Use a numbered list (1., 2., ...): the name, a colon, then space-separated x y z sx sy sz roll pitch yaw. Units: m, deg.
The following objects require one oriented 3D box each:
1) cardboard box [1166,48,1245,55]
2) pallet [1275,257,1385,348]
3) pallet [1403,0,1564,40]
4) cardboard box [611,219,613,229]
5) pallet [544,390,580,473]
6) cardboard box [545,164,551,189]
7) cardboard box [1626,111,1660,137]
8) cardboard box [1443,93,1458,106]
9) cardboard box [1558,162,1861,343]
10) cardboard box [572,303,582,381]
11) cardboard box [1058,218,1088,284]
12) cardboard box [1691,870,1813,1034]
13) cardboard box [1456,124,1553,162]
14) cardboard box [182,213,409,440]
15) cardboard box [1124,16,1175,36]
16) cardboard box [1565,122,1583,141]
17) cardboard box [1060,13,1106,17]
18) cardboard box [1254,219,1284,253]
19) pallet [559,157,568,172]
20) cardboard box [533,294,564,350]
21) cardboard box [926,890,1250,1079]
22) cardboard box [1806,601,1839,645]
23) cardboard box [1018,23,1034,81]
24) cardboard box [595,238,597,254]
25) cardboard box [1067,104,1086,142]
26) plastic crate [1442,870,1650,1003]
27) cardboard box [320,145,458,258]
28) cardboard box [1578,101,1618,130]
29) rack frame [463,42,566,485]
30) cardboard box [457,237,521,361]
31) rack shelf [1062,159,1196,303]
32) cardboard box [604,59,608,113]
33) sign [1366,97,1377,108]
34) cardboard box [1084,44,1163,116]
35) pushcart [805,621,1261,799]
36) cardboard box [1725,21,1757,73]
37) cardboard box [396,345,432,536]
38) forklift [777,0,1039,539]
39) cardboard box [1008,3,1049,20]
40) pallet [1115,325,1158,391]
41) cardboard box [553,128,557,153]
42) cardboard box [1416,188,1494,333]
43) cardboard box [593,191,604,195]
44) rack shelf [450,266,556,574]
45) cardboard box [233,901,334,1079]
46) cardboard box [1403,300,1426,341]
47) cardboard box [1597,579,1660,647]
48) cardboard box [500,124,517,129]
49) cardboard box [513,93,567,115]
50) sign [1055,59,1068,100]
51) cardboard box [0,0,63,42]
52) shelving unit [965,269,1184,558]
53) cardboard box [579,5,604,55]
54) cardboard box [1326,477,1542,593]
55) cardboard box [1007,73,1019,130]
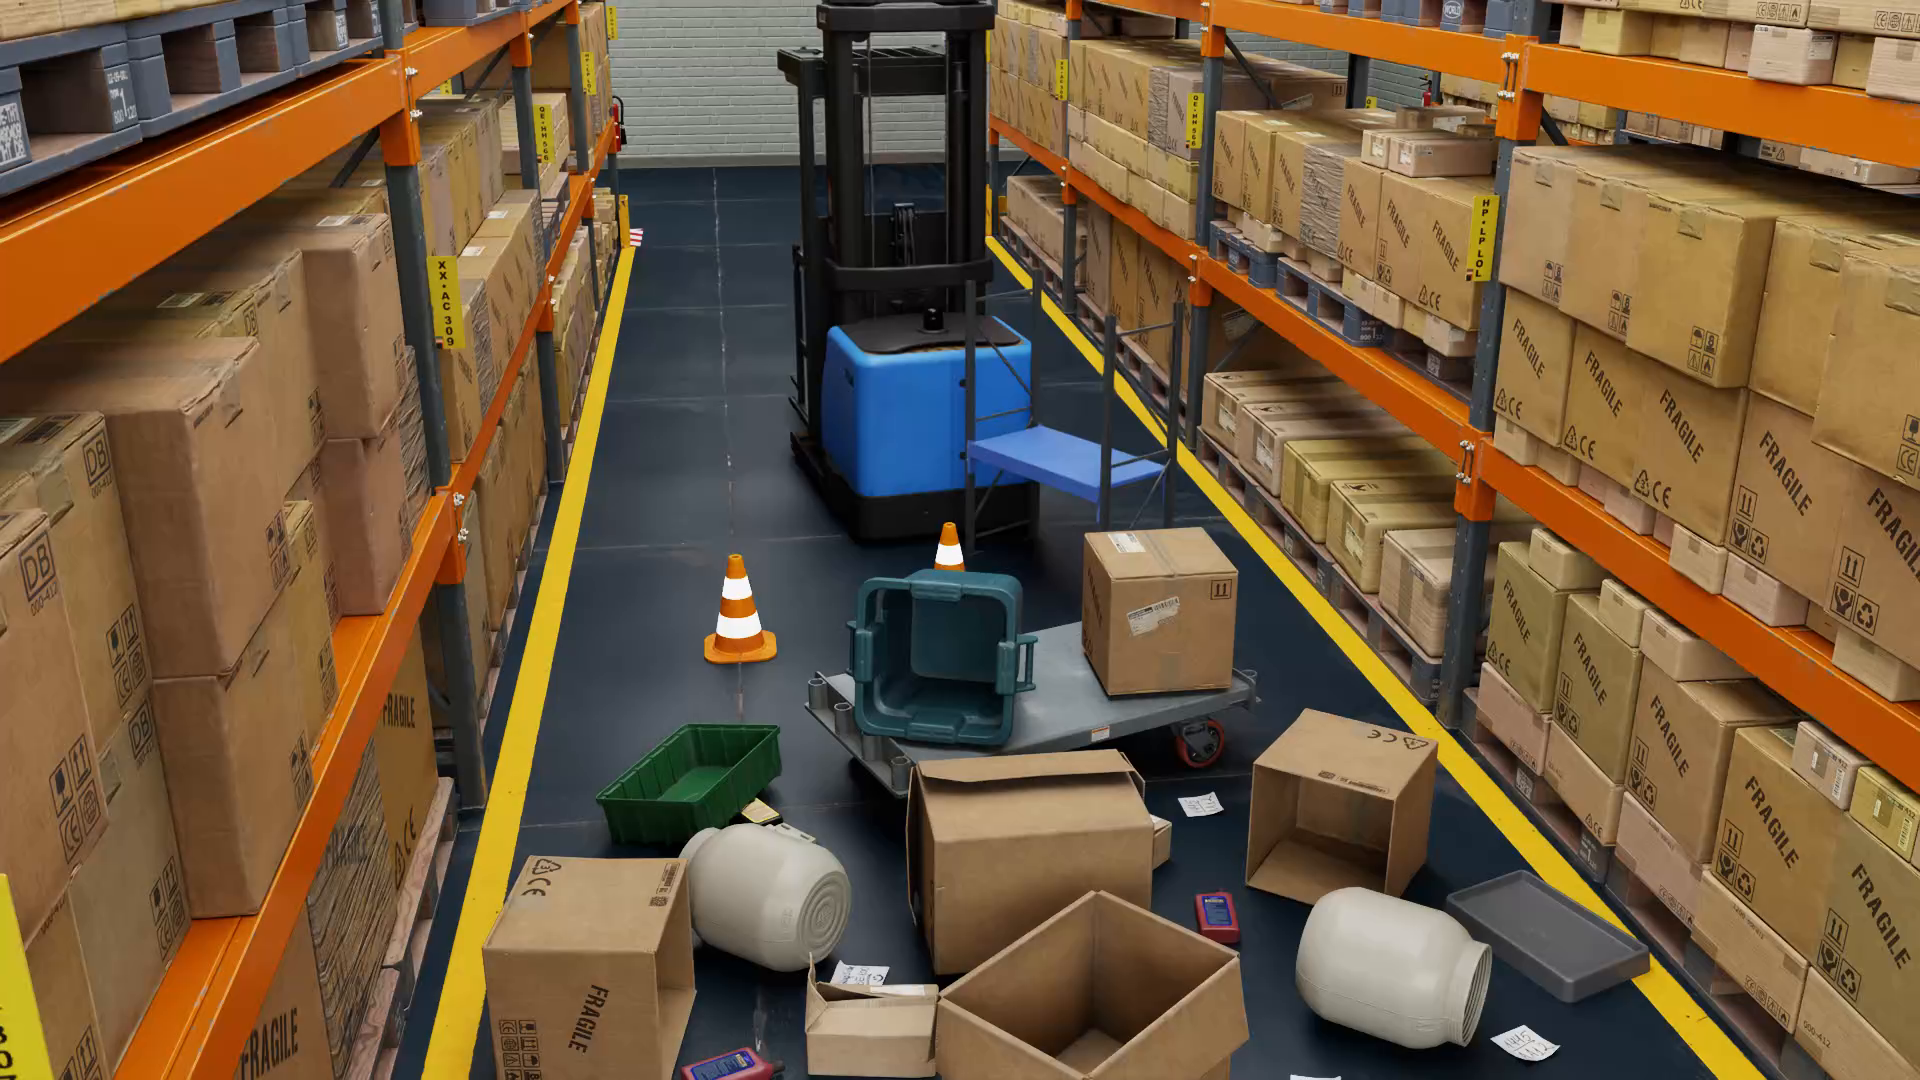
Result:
1. cardboard box: 1.842 -3.427 12.532 0.500 0.500 0.500 -2 21 -6
2. pallet: 2.296 -1.251 8.552 1.003 0.211 1.213 -3 21 -8
3. pallet: 2.563 -2.175 6.735 1.213 0.211 1.003 -3 21 -8
4. cardboard box: -3.632 -3.162 16.443 0.380 0.149 0.250 -4 21 -10
5. pallet: -3.025 -0.704 10.798 1.003 0.211 1.213 -3 21 -8
6. cardboard box: -2.972 -2.442 11.227 0.380 0.149 0.250 -3 21 -7
7. cardboard box: 6.153 -3.725 14.160 0.700 0.500 0.500 -2 21 -6
8. cardboard box: 5.504 -4.800 18.140 0.380 0.149 0.250 -3 21 -8
9. cardboard box: 2.447 -0.952 5.482 0.700 0.500 0.500 -3 21 -7
10. cardboard box: -2.918 -1.374 11.581 0.500 0.500 0.500 -3 21 -9
11. cardboard box: 1.409 -2.628 15.027 0.875 0.438 0.875 -3 21 -9
12. cardboard box: 2.592 1.210 5.018 0.500 0.250 0.500 -4 21 -10
13. cardboard box: 2.570 -1.877 7.860 0.380 0.149 0.250 -2 21 -5
14. cardboard box: -2.124 -0.616 4.822 0.875 0.550 0.550 -3 21 -8
15. cardboard box: 1.604 -4.350 14.078 0.380 0.149 0.250 -3 21 -9
16. cardboard box: 5.888 -3.818 15.511 0.380 0.149 0.250 -2 21 -6
17. cardboard box: 1.077 -4.502 14.484 0.380 0.149 0.250 -3 21 -8
18. cardboard box: 1.853 -1.688 9.208 0.380 0.149 0.250 -3 21 -7
19. pallet: -3.524 -2.762 12.599 1.003 0.211 1.213 -3 21 -8
20. cardboard box: -2.774 -1.367 10.491 0.500 0.250 0.500 -4 21 -10
21. cardboard box: 0.365 1.435 4.655 0.637 0.503 0.797 17 27 39
22. cardboard box: 2.656 0.215 4.713 0.380 0.149 0.250 -3 21 -8
23. cardboard box: 0.840 -4.599 15.672 0.500 0.500 0.500 -3 21 -8
24. cardboard box: -3.316 -2.492 14.226 0.380 0.149 0.250 -2 21 -5
25. cardboard box: 1.178 -3.406 13.549 0.500 0.250 0.500 -4 21 -9
26. plastic crate: 1.961 1.314 5.585 0.402 0.080 0.583 -11 23 -26
27. cardboard box: -2.563 -1.394 7.090 0.700 0.500 0.500 -3 21 -7
28. cardboard box: 5.990 -3.894 15.143 0.500 0.250 0.500 -2 21 -6
29. rack frame: -2.914 -1.739 9.586 1.000 3.000 0.127 -3 21 -8
30. cardboard box: -2.363 -1.121 7.787 0.500 0.500 0.500 -3 21 -7
31. rack shelf: 1.681 -2.379 12.328 1.077 0.370 4.000 -3 21 -8
32. cardboard box: -3.679 -4.374 16.072 0.500 0.500 0.500 -3 21 -9
33. sign: 2.505 -2.560 10.241 0.100 0.325 0.005 -3 21 -8
34. cardboard box: 1.273 -3.583 12.949 0.500 0.500 0.500 -3 21 -8
35. pushcart: 0.297 0.722 6.745 1.648 0.377 0.936 -11 23 -26
36. cardboard box: 2.500 -1.451 4.885 0.380 0.149 0.250 -4 21 -9
37. cardboard box: -2.272 -0.298 5.511 0.875 0.550 0.550 -3 21 -8
38. forklift: -0.452 -1.862 10.011 1.130 2.935 3.031 -6 21 -15
39. cardboard box: 0.682 -5.203 16.360 0.380 0.149 0.250 -4 21 -10
40. pallet: 1.758 -1.416 12.705 1.003 0.211 1.213 -3 21 -8
41. cardboard box: -3.086 -2.853 11.901 0.380 0.149 0.250 -4 21 -11
42. cardboard box: 2.253 -1.170 6.894 0.500 0.500 0.500 -3 21 -9
43. cardboard box: -3.761 -3.389 16.626 0.380 0.149 0.250 -3 21 -7
44. rack shelf: -2.626 -0.710 7.858 1.077 0.370 4.000 -3 21 -8
45. cardboard box: -2.053 1.293 3.903 0.875 0.875 0.875 -3 21 -9
46. cardboard box: 2.178 -0.975 7.297 0.380 0.149 0.250 -4 21 -9
47. cardboard box: 2.399 0.239 5.619 0.380 0.149 0.250 -2 21 -6
48. cardboard box: -2.940 -2.630 10.880 0.380 0.149 0.250 -2 21 -5
49. cardboard box: -3.240 -3.353 12.815 0.380 0.149 0.250 -2 21 -5
50. sign: 0.844 -3.823 13.814 0.100 0.325 0.005 -3 21 -8
51. cardboard box: -1.566 -0.810 2.428 0.380 0.149 0.250 -3 21 -8
52. shelving unit: 0.553 -0.530 8.492 0.538 1.500 1.048 -16 26 -37
53. cardboard box: -3.682 -4.842 15.897 0.500 0.500 0.500 -4 21 -10
54. cardboard box: 2.361 -0.035 8.178 0.950 0.372 0.625 -2 21 -4
55. cardboard box: 0.758 -4.309 16.324 0.500 0.500 0.500 -3 21 -8
